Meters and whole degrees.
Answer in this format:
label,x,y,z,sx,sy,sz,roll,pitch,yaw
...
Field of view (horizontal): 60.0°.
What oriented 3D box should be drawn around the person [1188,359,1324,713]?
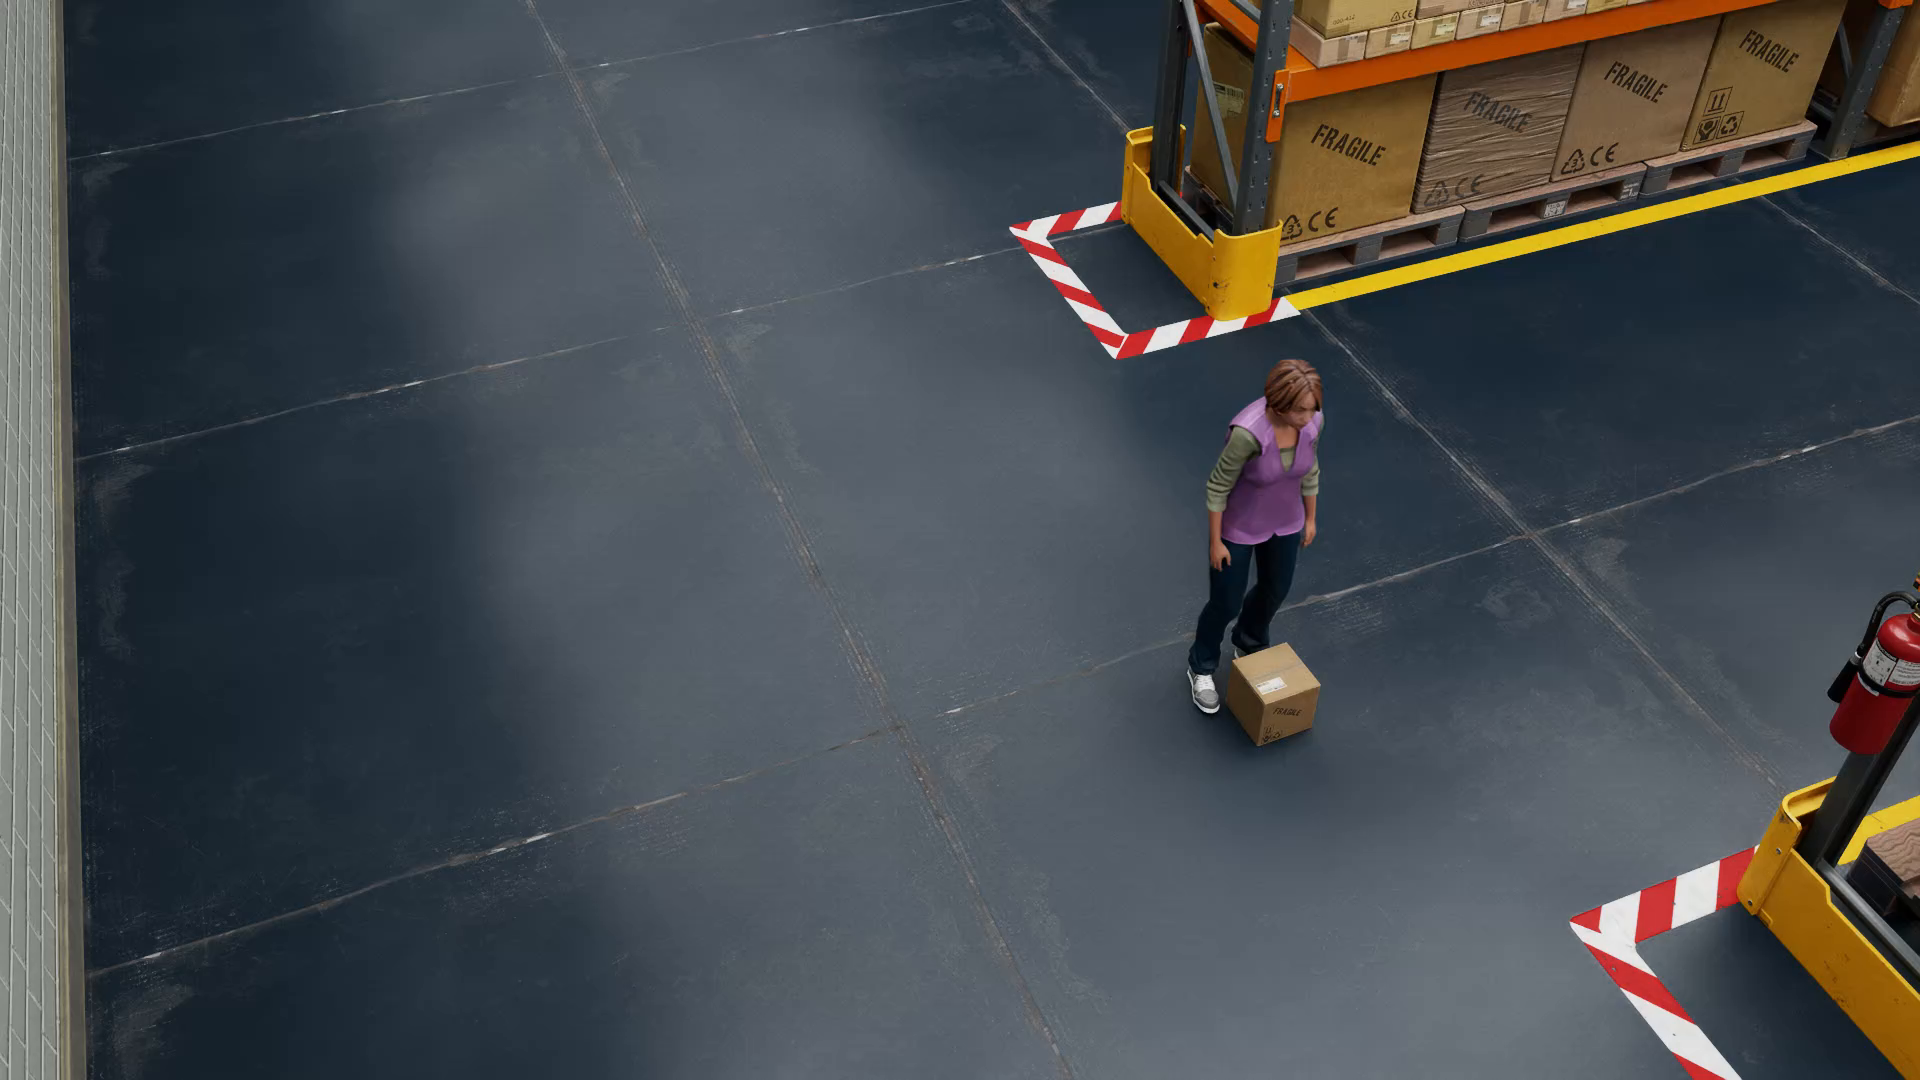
label,x,y,z,sx,sy,sz,roll,pitch,yaw
person,1.117,0.002,6.251,0.461,1.478,0.343,-15,45,-16
